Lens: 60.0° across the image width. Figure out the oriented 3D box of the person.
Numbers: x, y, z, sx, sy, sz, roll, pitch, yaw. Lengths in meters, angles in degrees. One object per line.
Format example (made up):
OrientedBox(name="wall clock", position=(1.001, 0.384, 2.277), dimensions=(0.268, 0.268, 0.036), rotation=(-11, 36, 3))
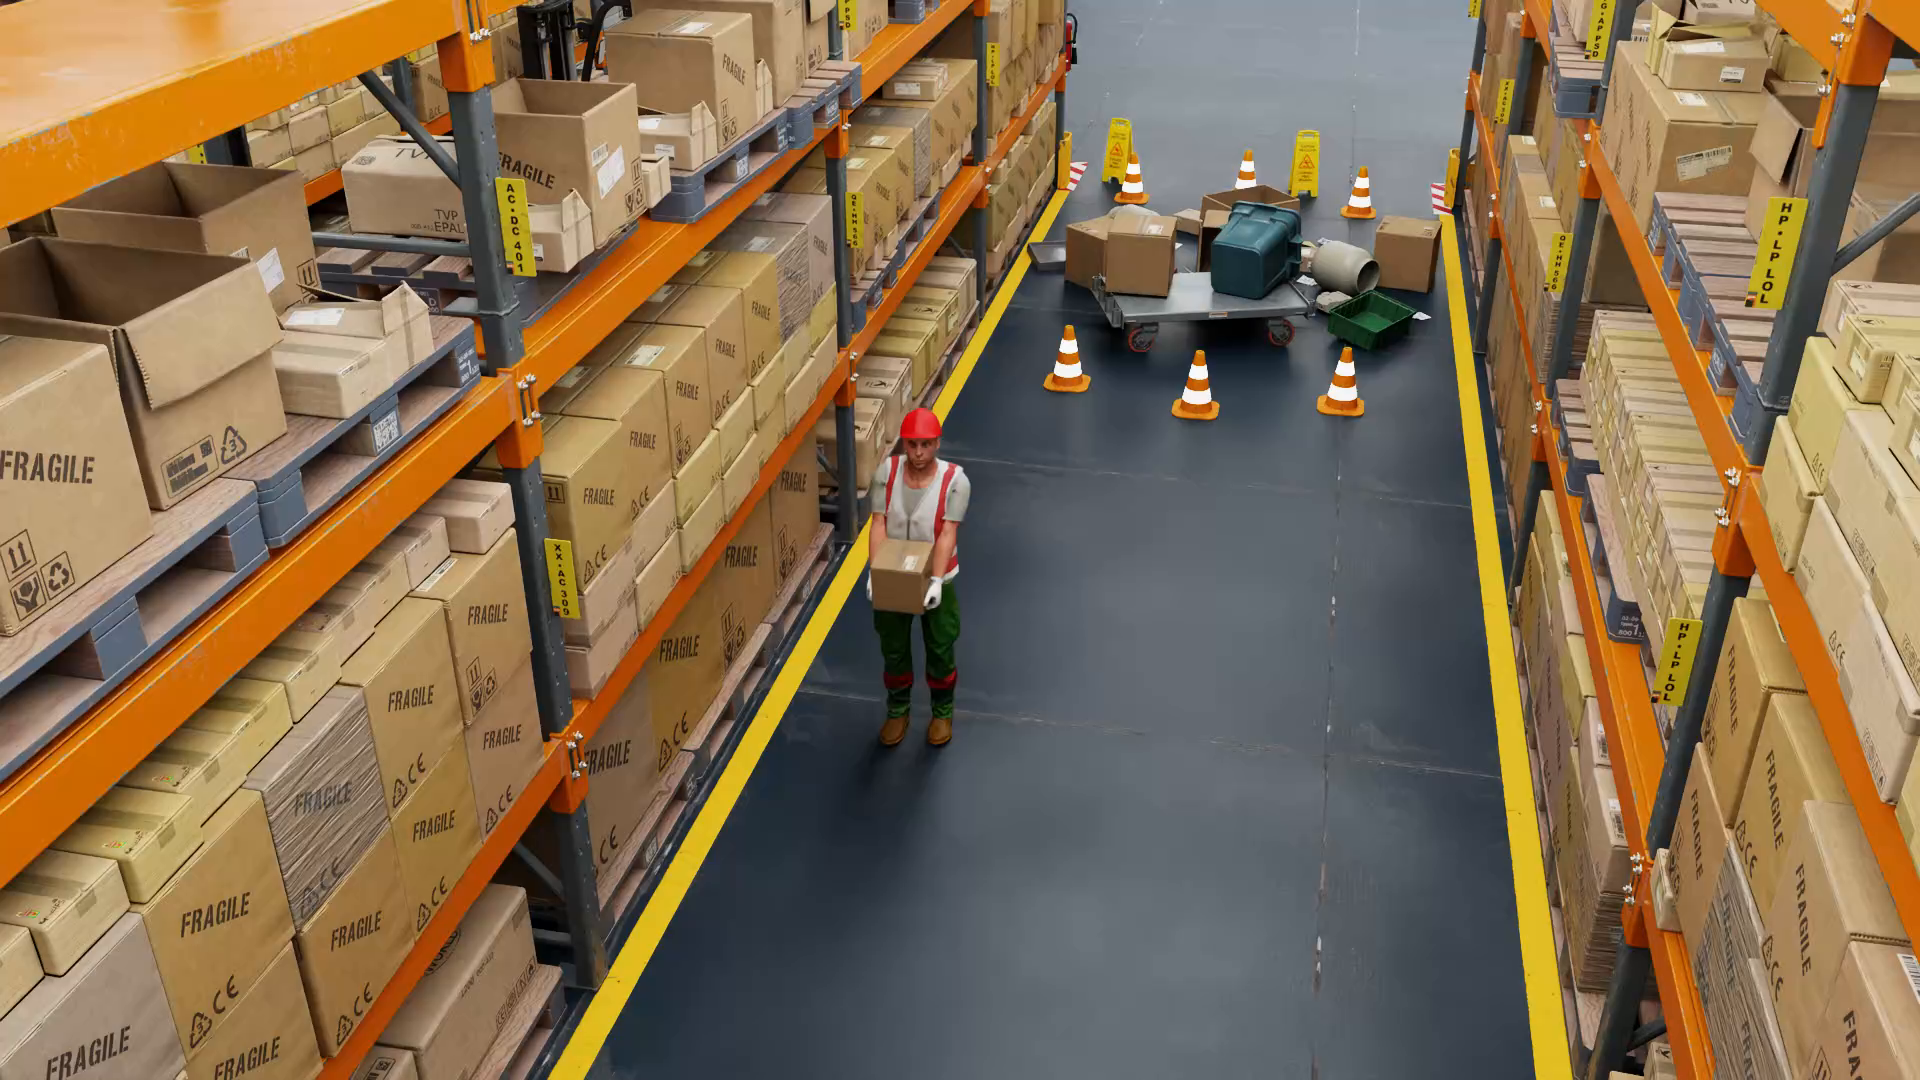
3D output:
OrientedBox(name="person", position=(-0.222, 0.232, 8.173), dimensions=(0.495, 1.786, 0.558), rotation=(6, 29, 11))
